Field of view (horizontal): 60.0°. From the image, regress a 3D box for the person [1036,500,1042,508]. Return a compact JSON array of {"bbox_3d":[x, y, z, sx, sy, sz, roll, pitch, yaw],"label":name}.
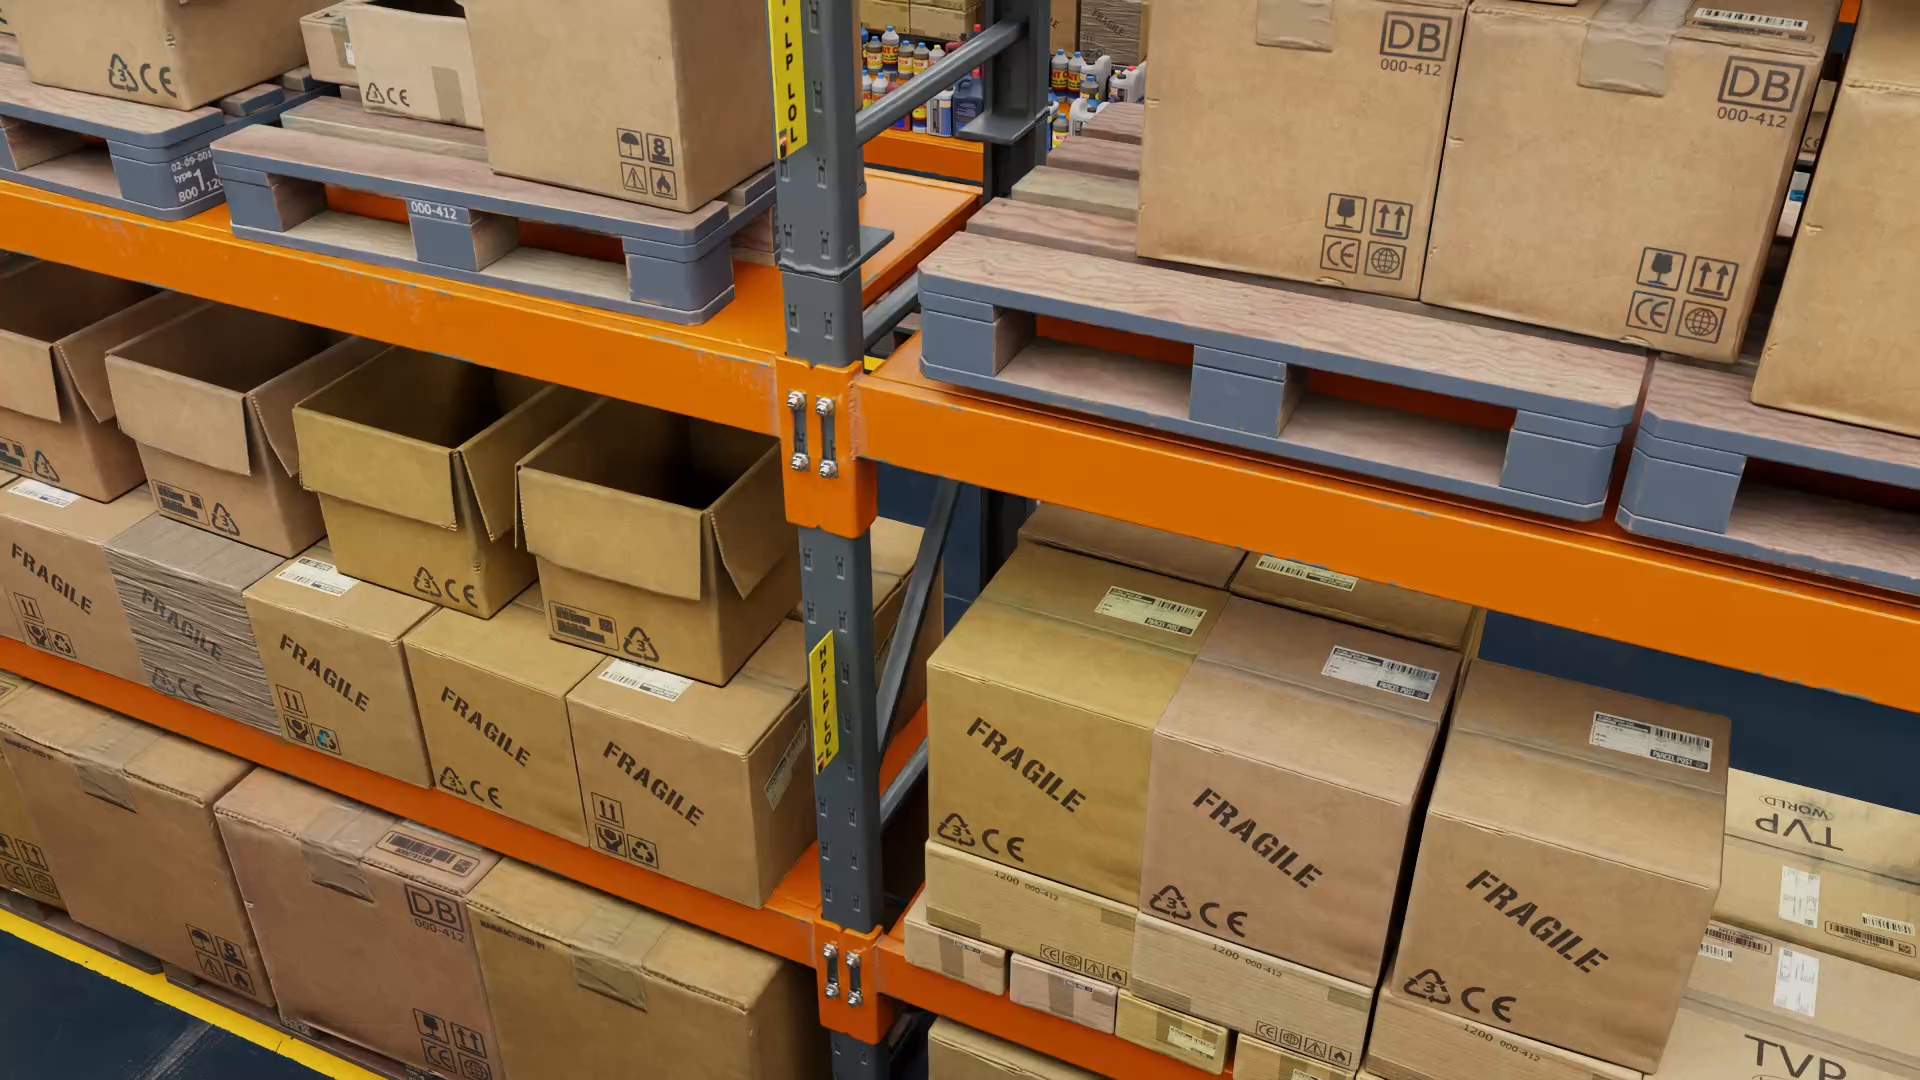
[{"bbox_3d":[0.450,-0.084,6.276,0.784,1.780,0.648,19,38,26],"label":"person"}]
